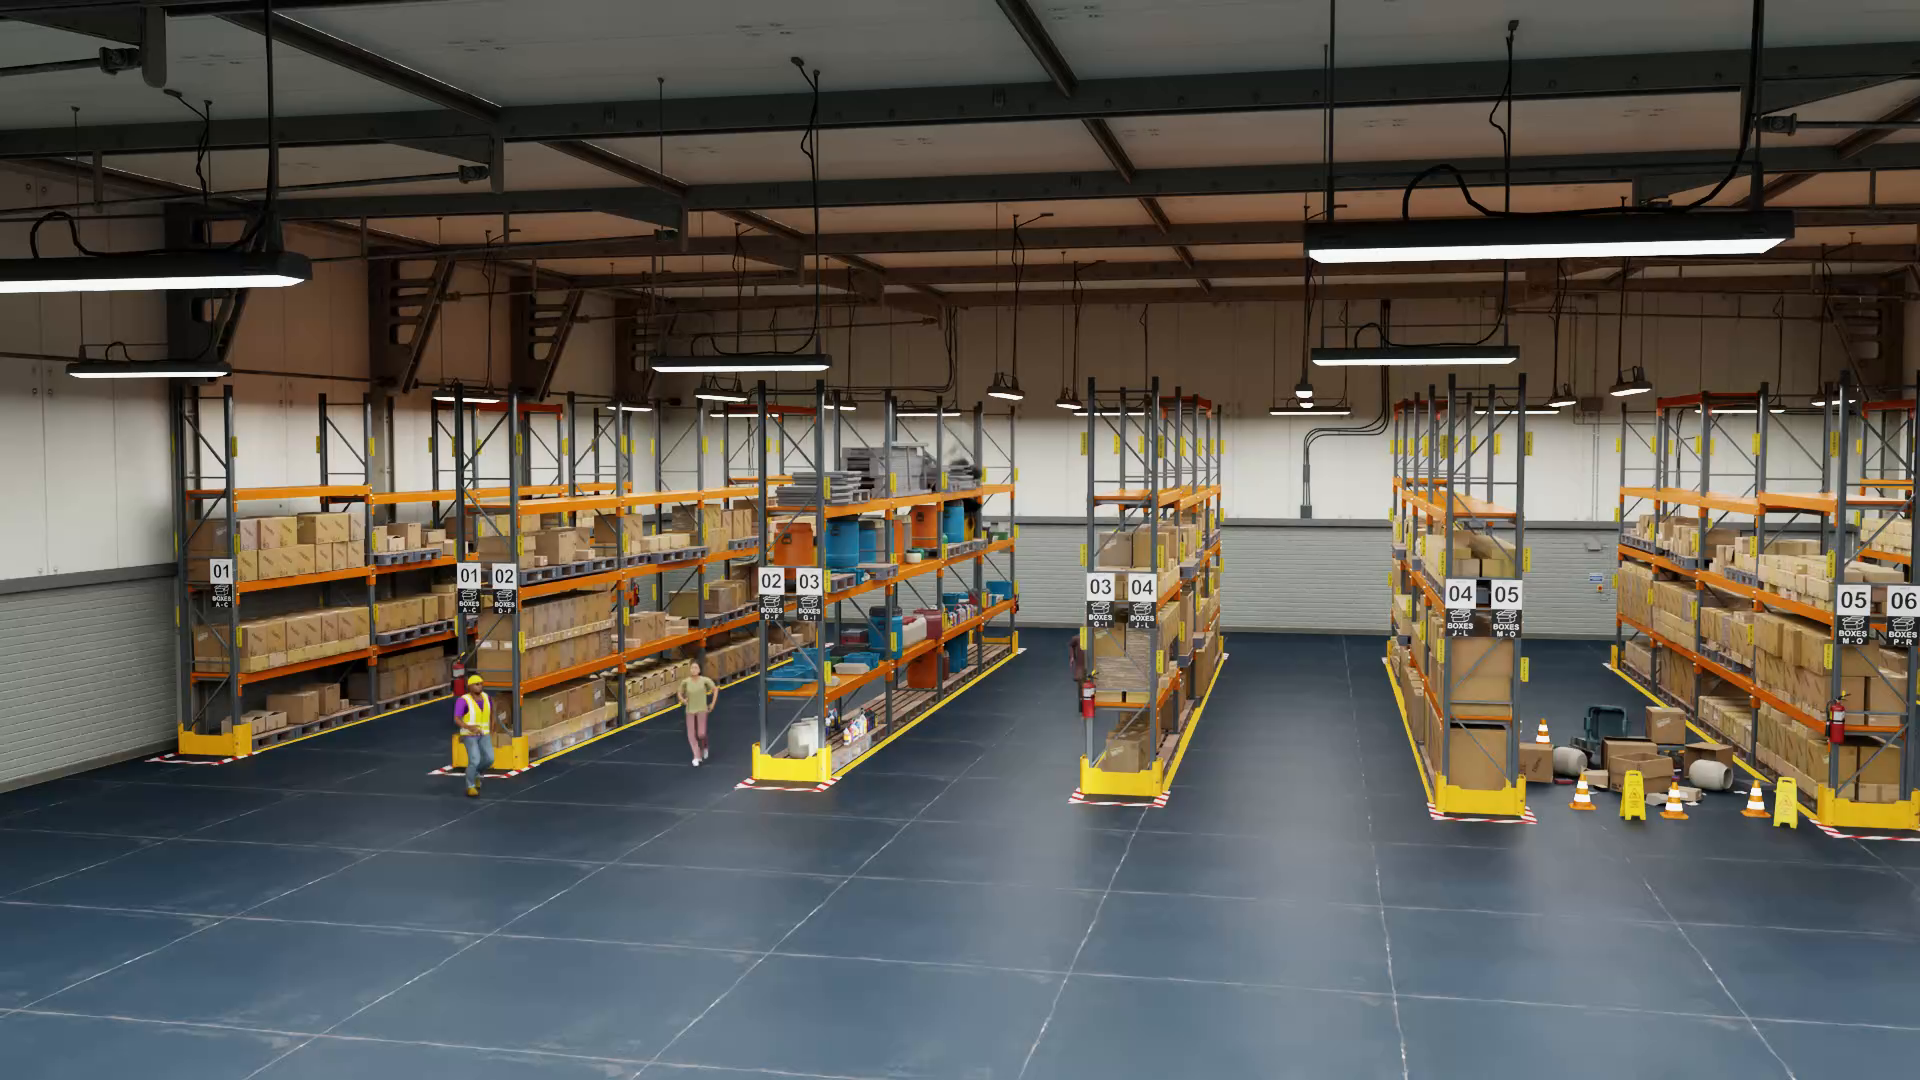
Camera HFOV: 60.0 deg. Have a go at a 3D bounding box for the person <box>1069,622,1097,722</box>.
[{"bbox_3d":[2.337,2.375,30.514,0.695,1.780,1.046,0,3,6],"label":"person"}]

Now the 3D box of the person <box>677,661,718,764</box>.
[{"bbox_3d":[-4.144,2.718,26.122,0.626,1.639,0.525,0,3,1],"label":"person"}]

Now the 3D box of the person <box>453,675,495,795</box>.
[{"bbox_3d":[-6.926,2.797,23.925,0.593,1.727,0.738,3,4,40],"label":"person"}]
